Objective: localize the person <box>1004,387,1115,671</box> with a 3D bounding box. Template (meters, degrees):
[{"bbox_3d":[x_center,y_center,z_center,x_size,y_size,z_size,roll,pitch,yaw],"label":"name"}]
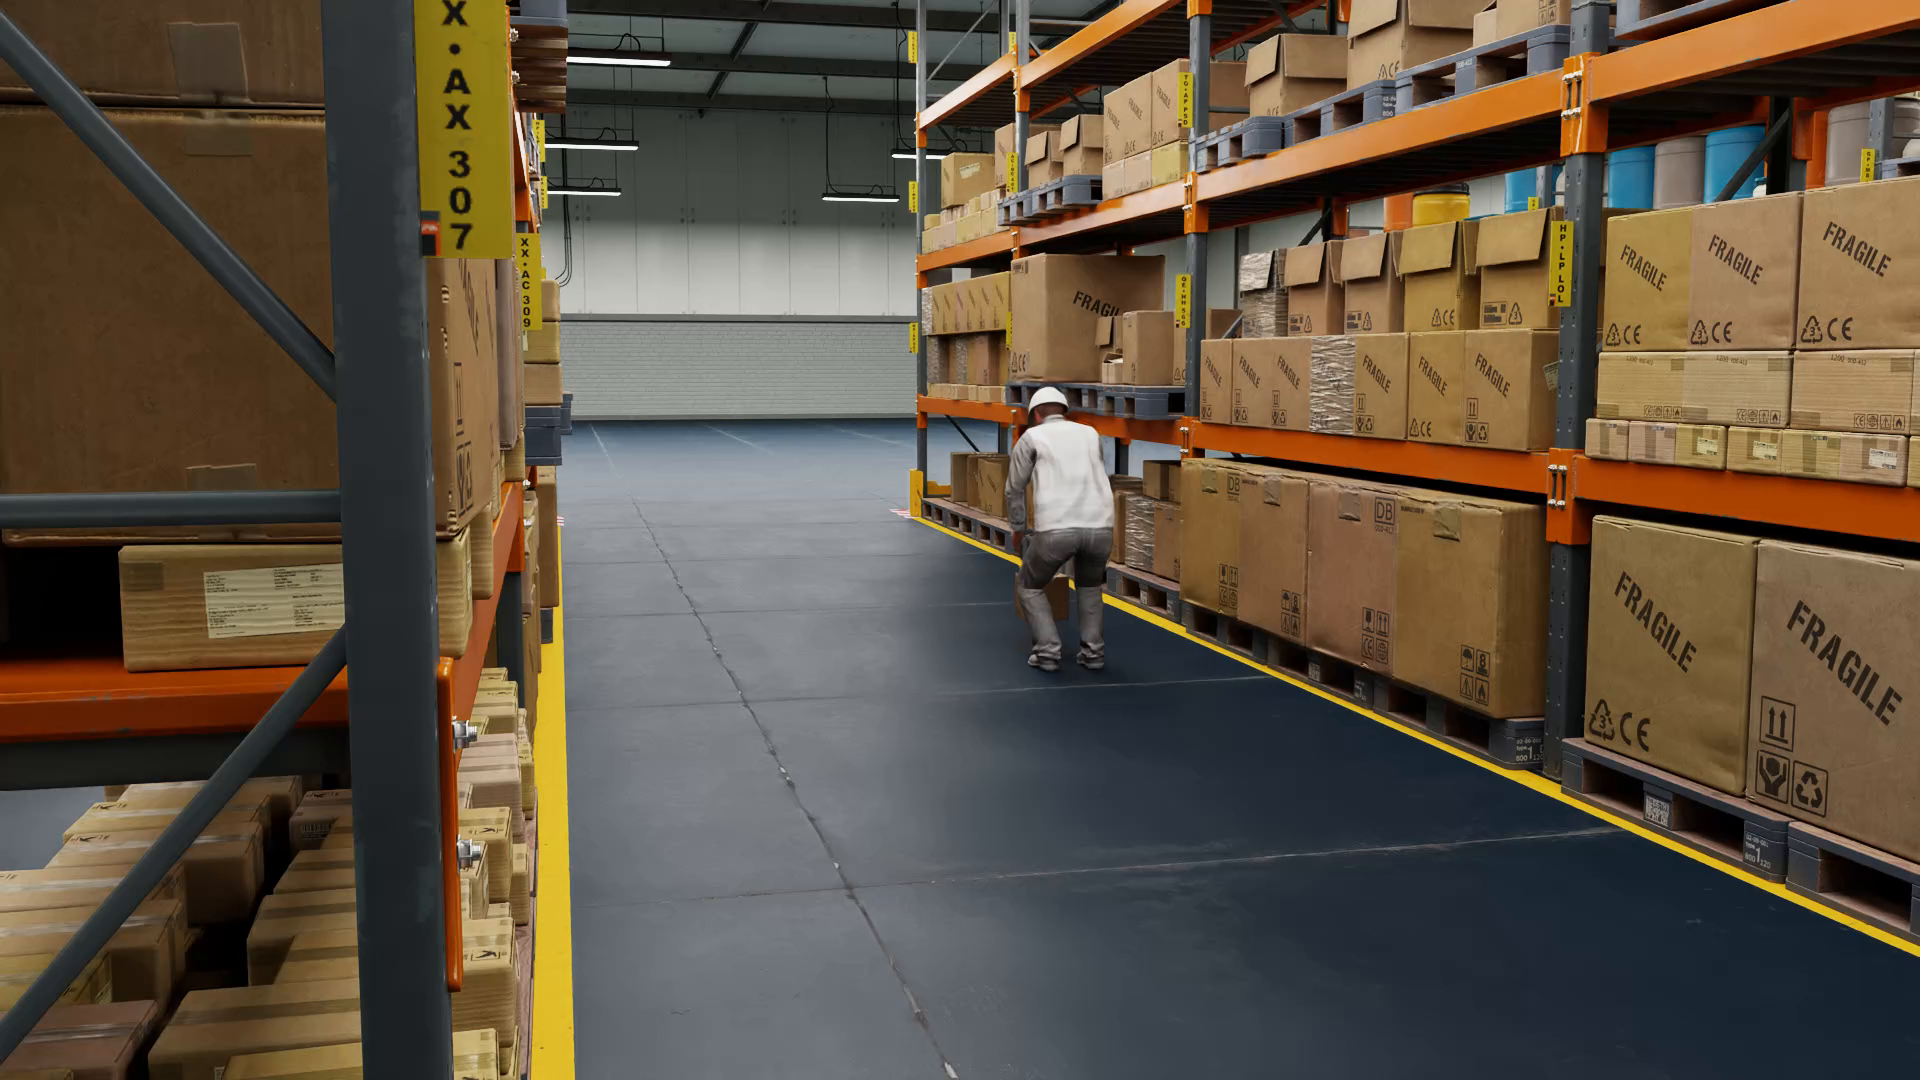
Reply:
[{"bbox_3d":[0.565,-0.067,9.117,0.545,1.534,0.693,-1,6,-13],"label":"person"}]
